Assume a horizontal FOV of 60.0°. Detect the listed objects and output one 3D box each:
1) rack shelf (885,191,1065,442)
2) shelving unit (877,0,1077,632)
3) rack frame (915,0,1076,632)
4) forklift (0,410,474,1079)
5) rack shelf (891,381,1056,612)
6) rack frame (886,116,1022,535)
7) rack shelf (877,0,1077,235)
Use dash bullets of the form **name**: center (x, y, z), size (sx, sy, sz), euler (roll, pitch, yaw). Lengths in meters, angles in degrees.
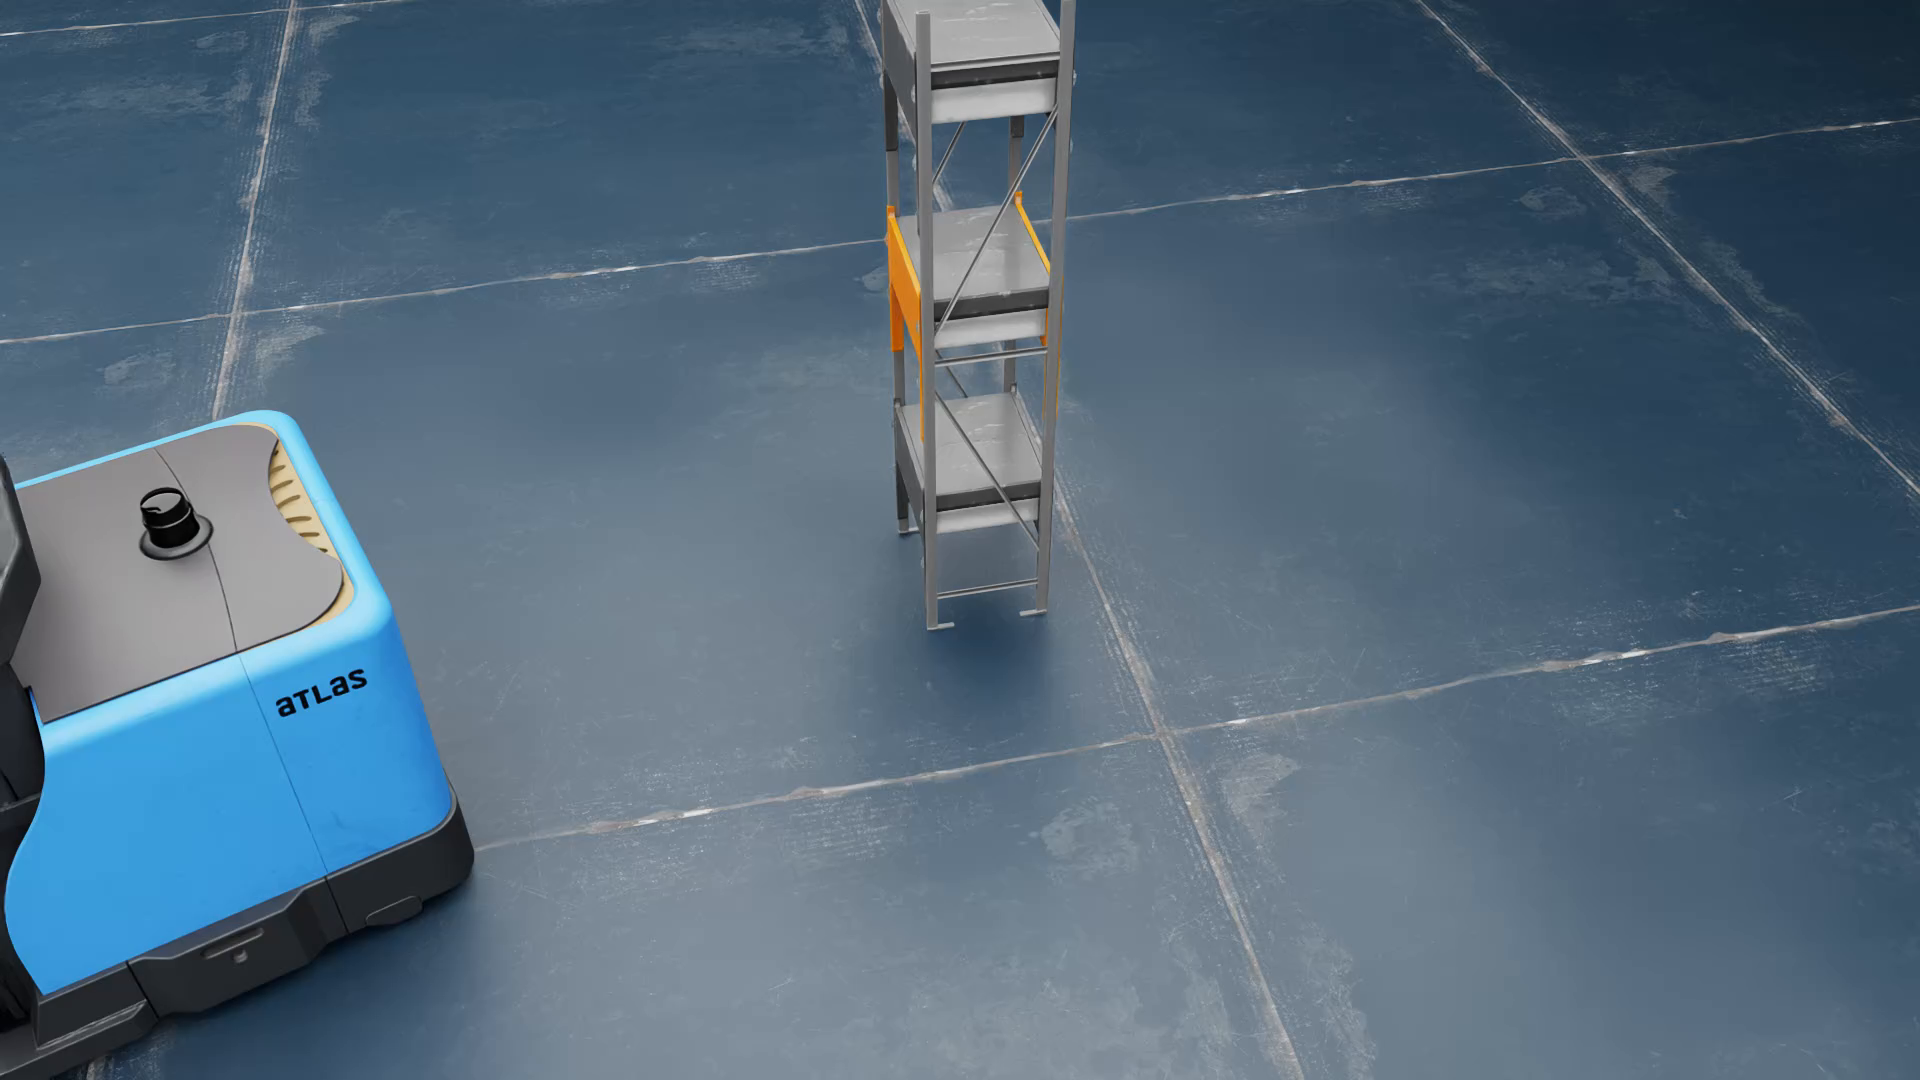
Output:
- **rack shelf**: center (0.036, -0.668, 4.941), size (0.431, 0.518, 0.480), euler (-8, 42, -9)
- **shelving unit**: center (0.036, -0.678, 4.932), size (0.431, 2.100, 0.503), euler (-8, 42, -9)
- **rack frame**: center (0.088, -0.520, 4.754), size (0.400, 2.100, 0.015), euler (-8, 42, -9)
- **forklift**: center (-2.878, 0.112, 3.416), size (3.031, 2.935, 1.130), euler (-22, 46, -23)
- **rack shelf**: center (0.036, -0.144, 5.406), size (0.431, 0.518, 0.480), euler (-8, 42, -9)
- **rack frame**: center (-0.017, -0.836, 5.110), size (0.400, 2.100, 0.015), euler (-8, 42, -9)
- **rack shelf**: center (0.036, -1.191, 4.476), size (0.431, 0.518, 0.480), euler (-8, 42, -9)
